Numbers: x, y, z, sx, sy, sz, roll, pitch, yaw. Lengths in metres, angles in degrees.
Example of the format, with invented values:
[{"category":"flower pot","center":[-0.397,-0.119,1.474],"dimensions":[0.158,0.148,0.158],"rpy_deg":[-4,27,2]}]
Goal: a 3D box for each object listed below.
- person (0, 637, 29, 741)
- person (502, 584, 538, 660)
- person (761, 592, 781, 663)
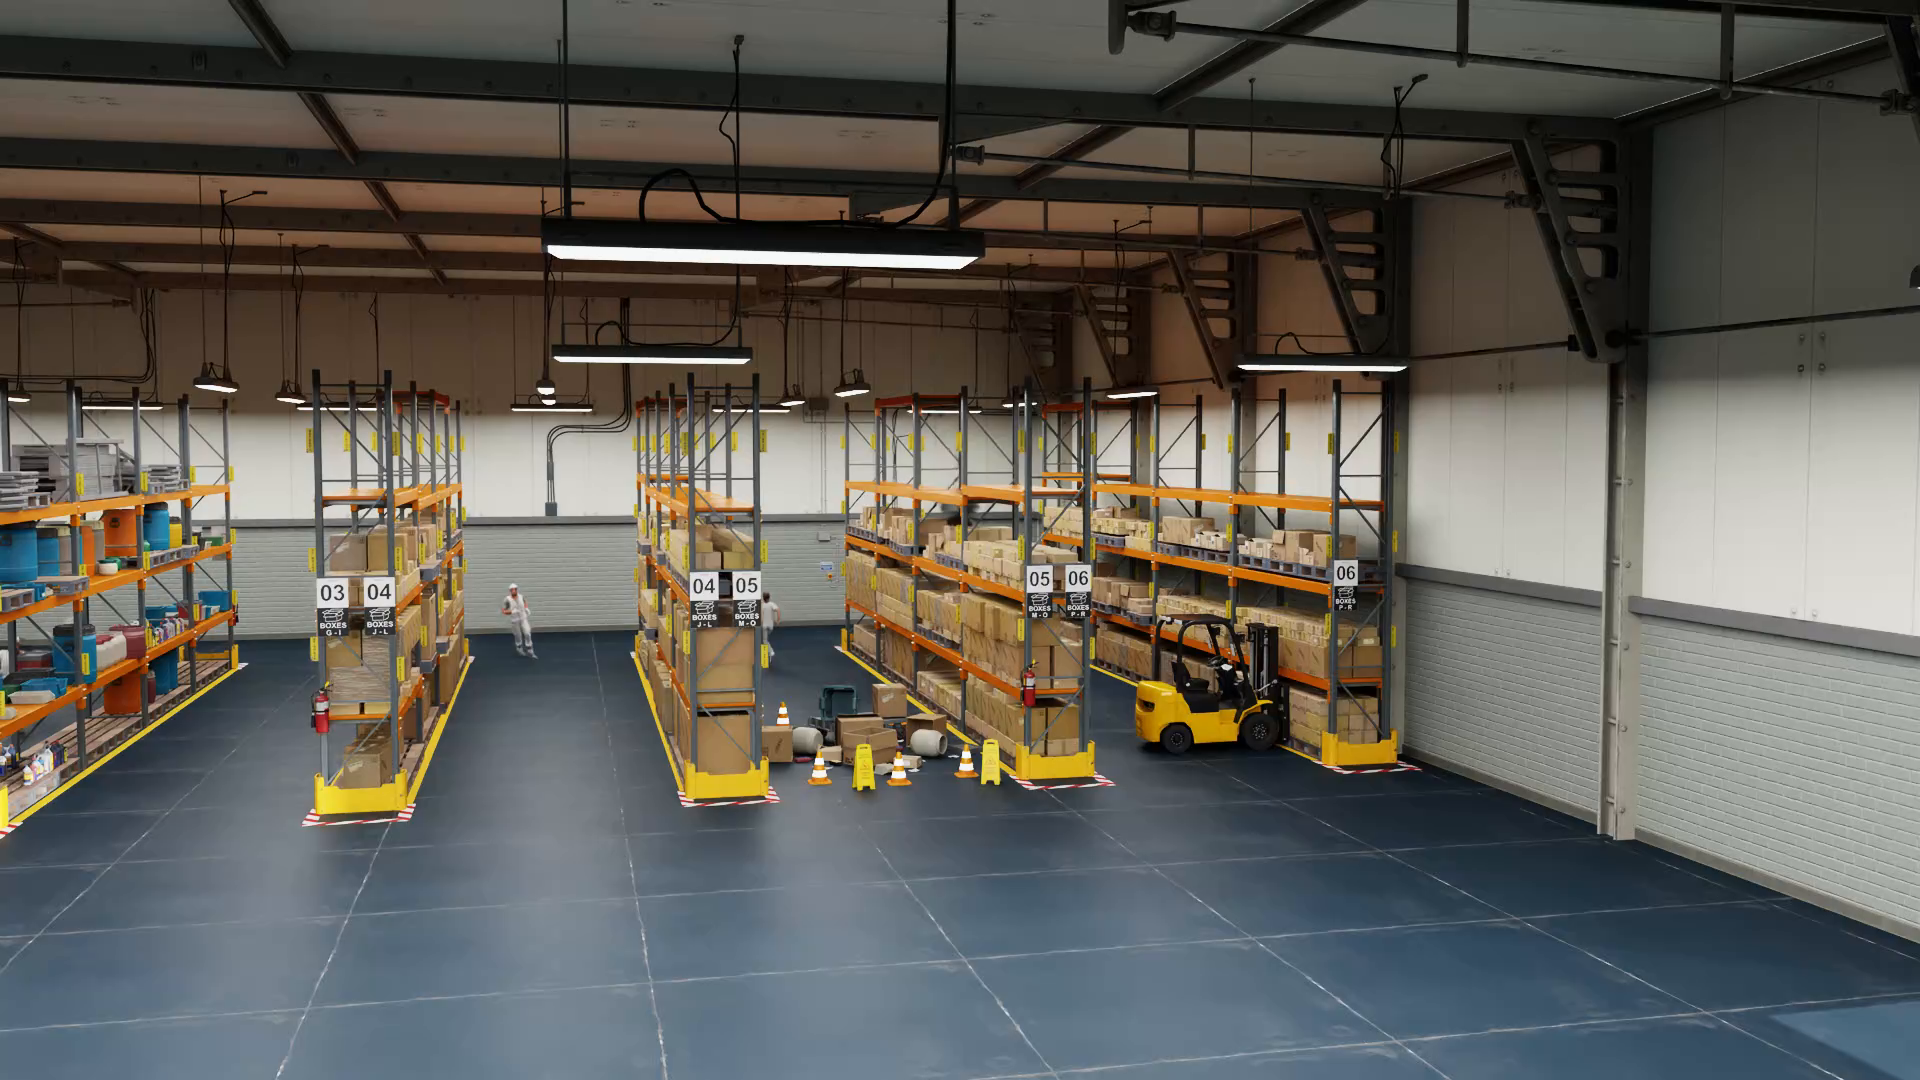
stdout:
[{"category":"person","center":[-16.041,2.501,28.231],"dimensions":[0.729,1.785,0.835],"rpy_deg":[-1,3,-14]},{"category":"person","center":[-10.297,1.881,38.615],"dimensions":[0.725,1.758,0.908],"rpy_deg":[-2,4,-33]},{"category":"person","center":[-4.366,2.004,37.560],"dimensions":[0.587,1.664,1.008],"rpy_deg":[-2,4,-25]}]
